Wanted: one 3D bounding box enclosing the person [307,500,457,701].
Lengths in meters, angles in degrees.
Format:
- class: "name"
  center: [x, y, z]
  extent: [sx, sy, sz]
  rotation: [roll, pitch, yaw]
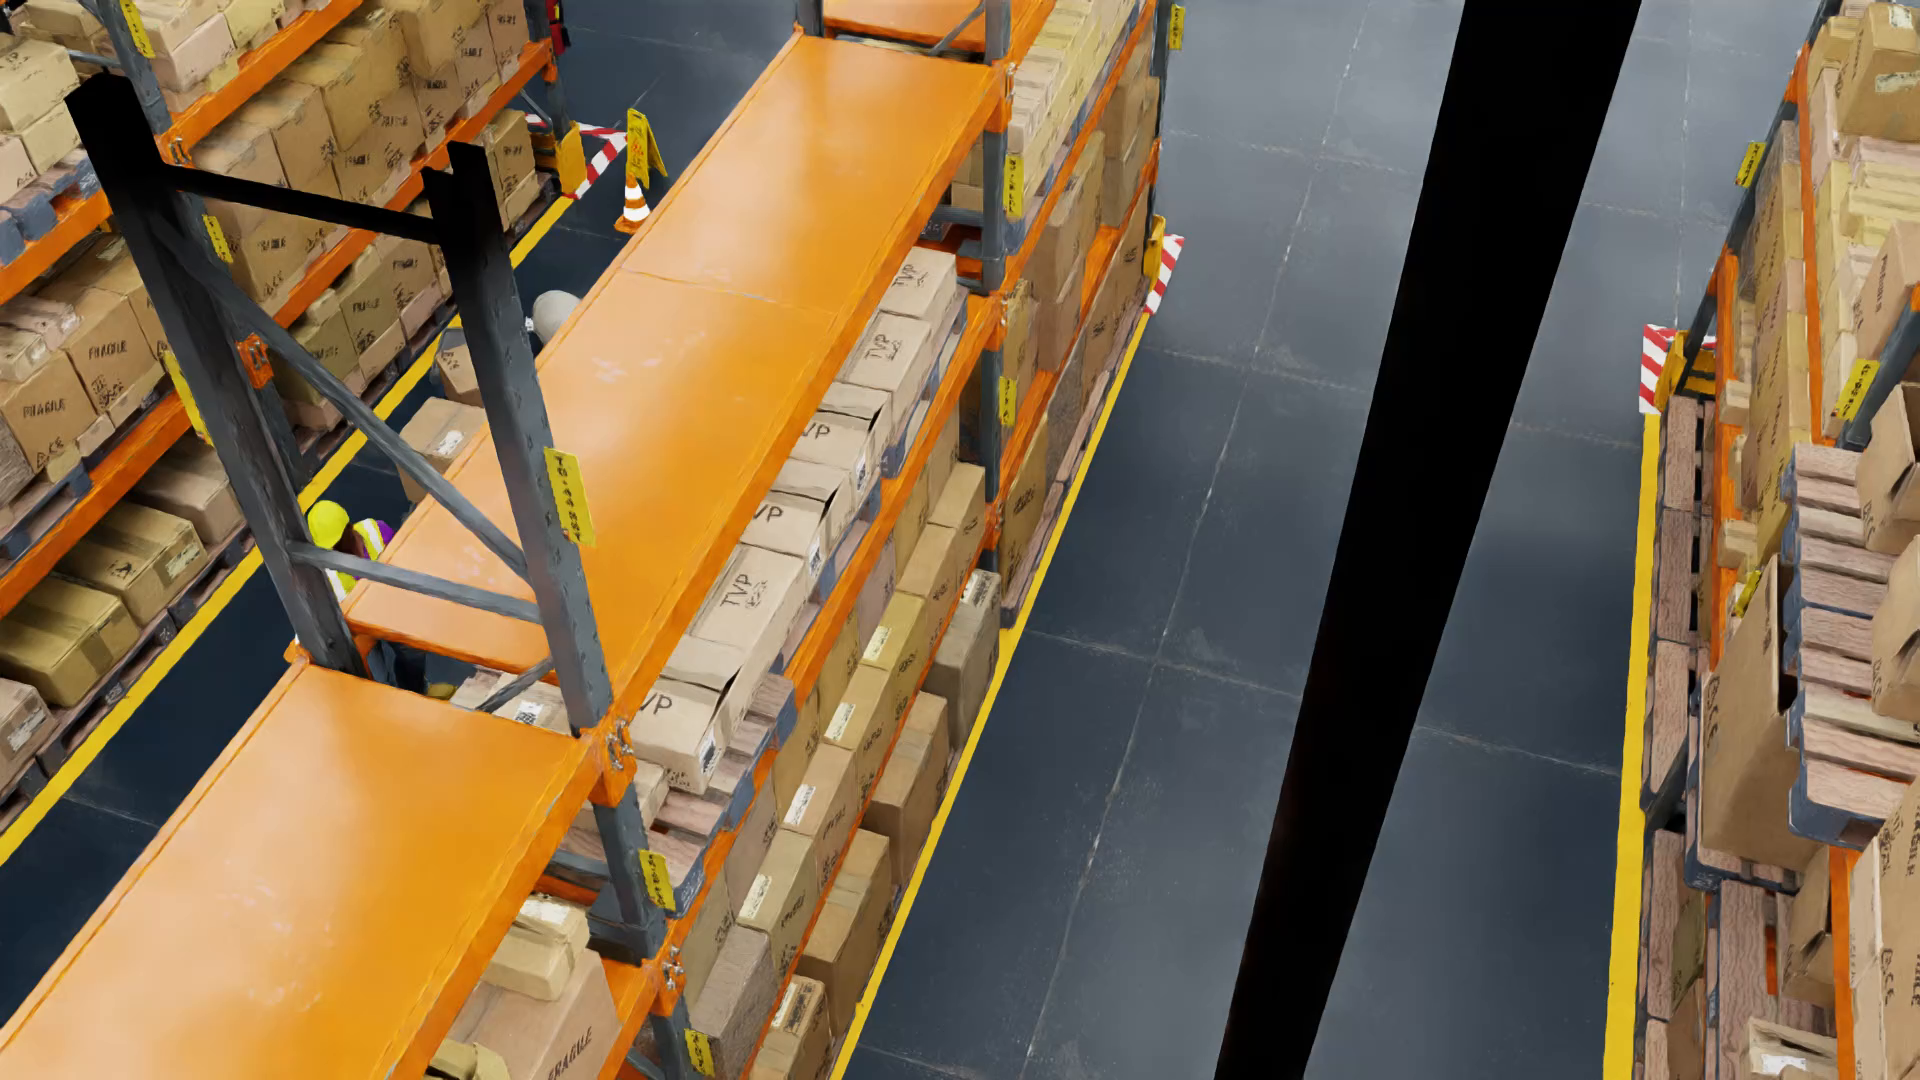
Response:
- class: "person"
  center: [-3.181, 0.455, 9.068]
  extent: [0.436, 1.749, 0.714]
  rotation: [33, 54, 28]
